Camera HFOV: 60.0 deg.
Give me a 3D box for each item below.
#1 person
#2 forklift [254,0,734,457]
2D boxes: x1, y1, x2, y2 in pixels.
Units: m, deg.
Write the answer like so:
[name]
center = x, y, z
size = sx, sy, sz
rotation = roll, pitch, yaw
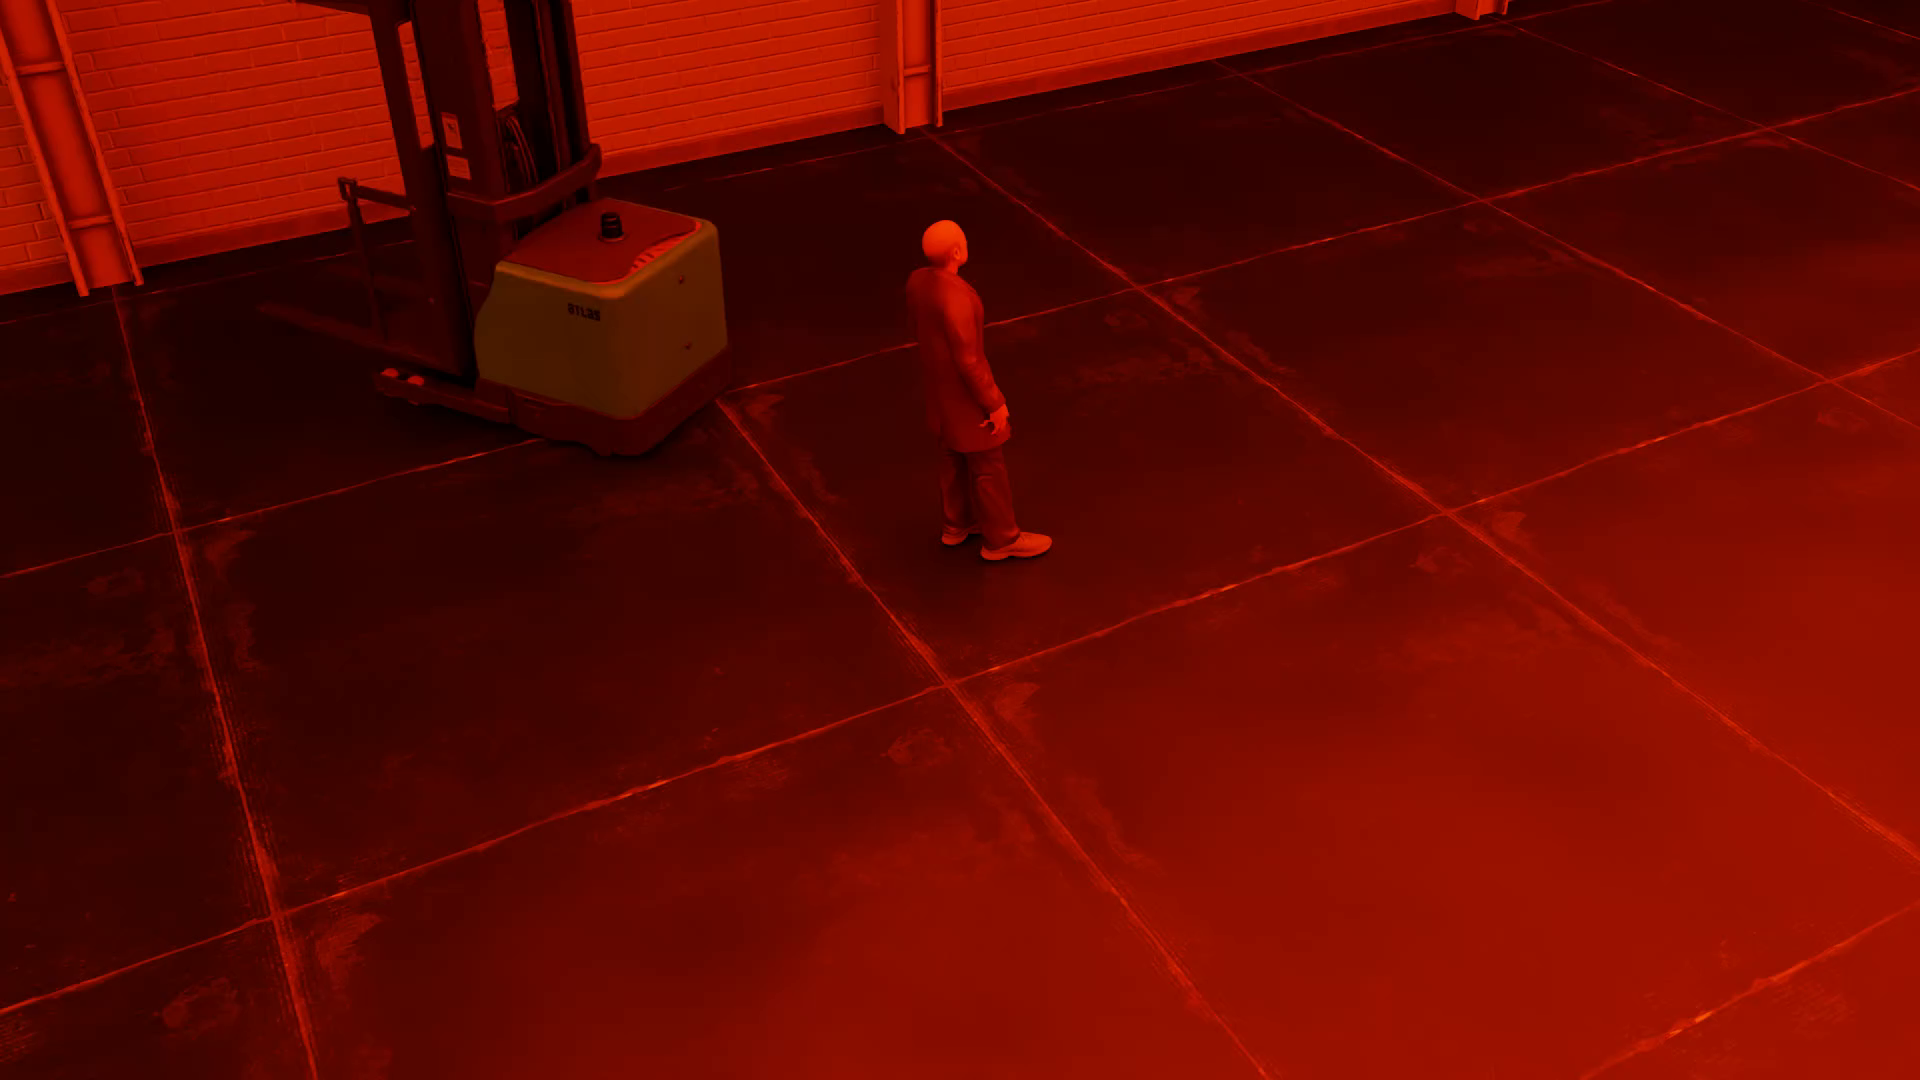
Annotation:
[person]
center = 0.094, -0.754, 8.177
size = 0.561, 1.775, 0.649
rotation = -17, 39, -23
[forklift]
center = -2.893, -2.220, 9.319
size = 3.031, 2.867, 1.129
rotation = 16, 38, 22
